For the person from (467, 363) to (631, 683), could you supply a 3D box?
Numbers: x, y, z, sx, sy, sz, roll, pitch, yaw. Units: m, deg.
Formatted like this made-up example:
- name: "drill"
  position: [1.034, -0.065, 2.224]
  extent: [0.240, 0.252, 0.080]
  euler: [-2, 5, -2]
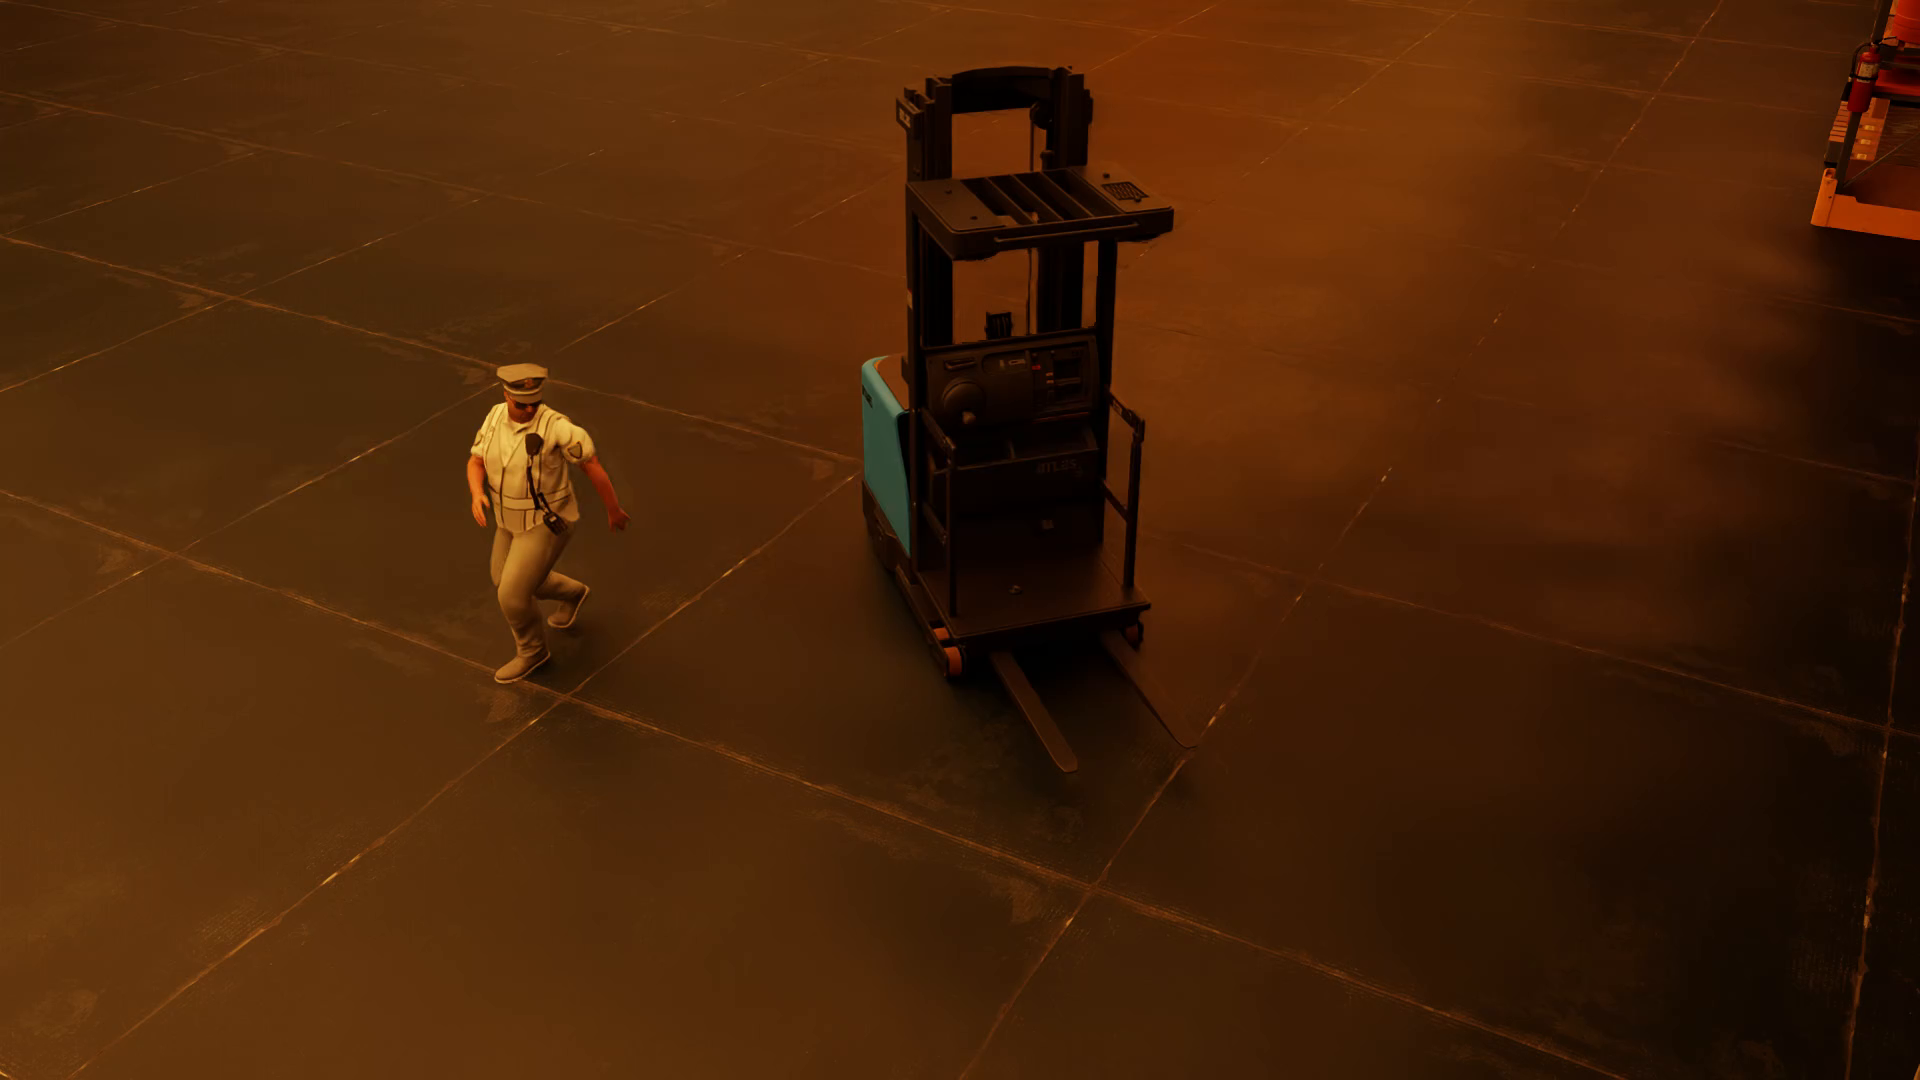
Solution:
- name: "person"
  position: [-2.181, -0.122, 8.561]
  extent: [0.628, 1.678, 0.779]
  euler: [26, 39, 37]

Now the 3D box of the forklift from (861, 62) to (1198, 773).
- name: "forklift"
  position: [0.345, -0.771, 8.406]
  extent: [1.130, 2.935, 3.031]
  euler: [-9, 31, -15]
